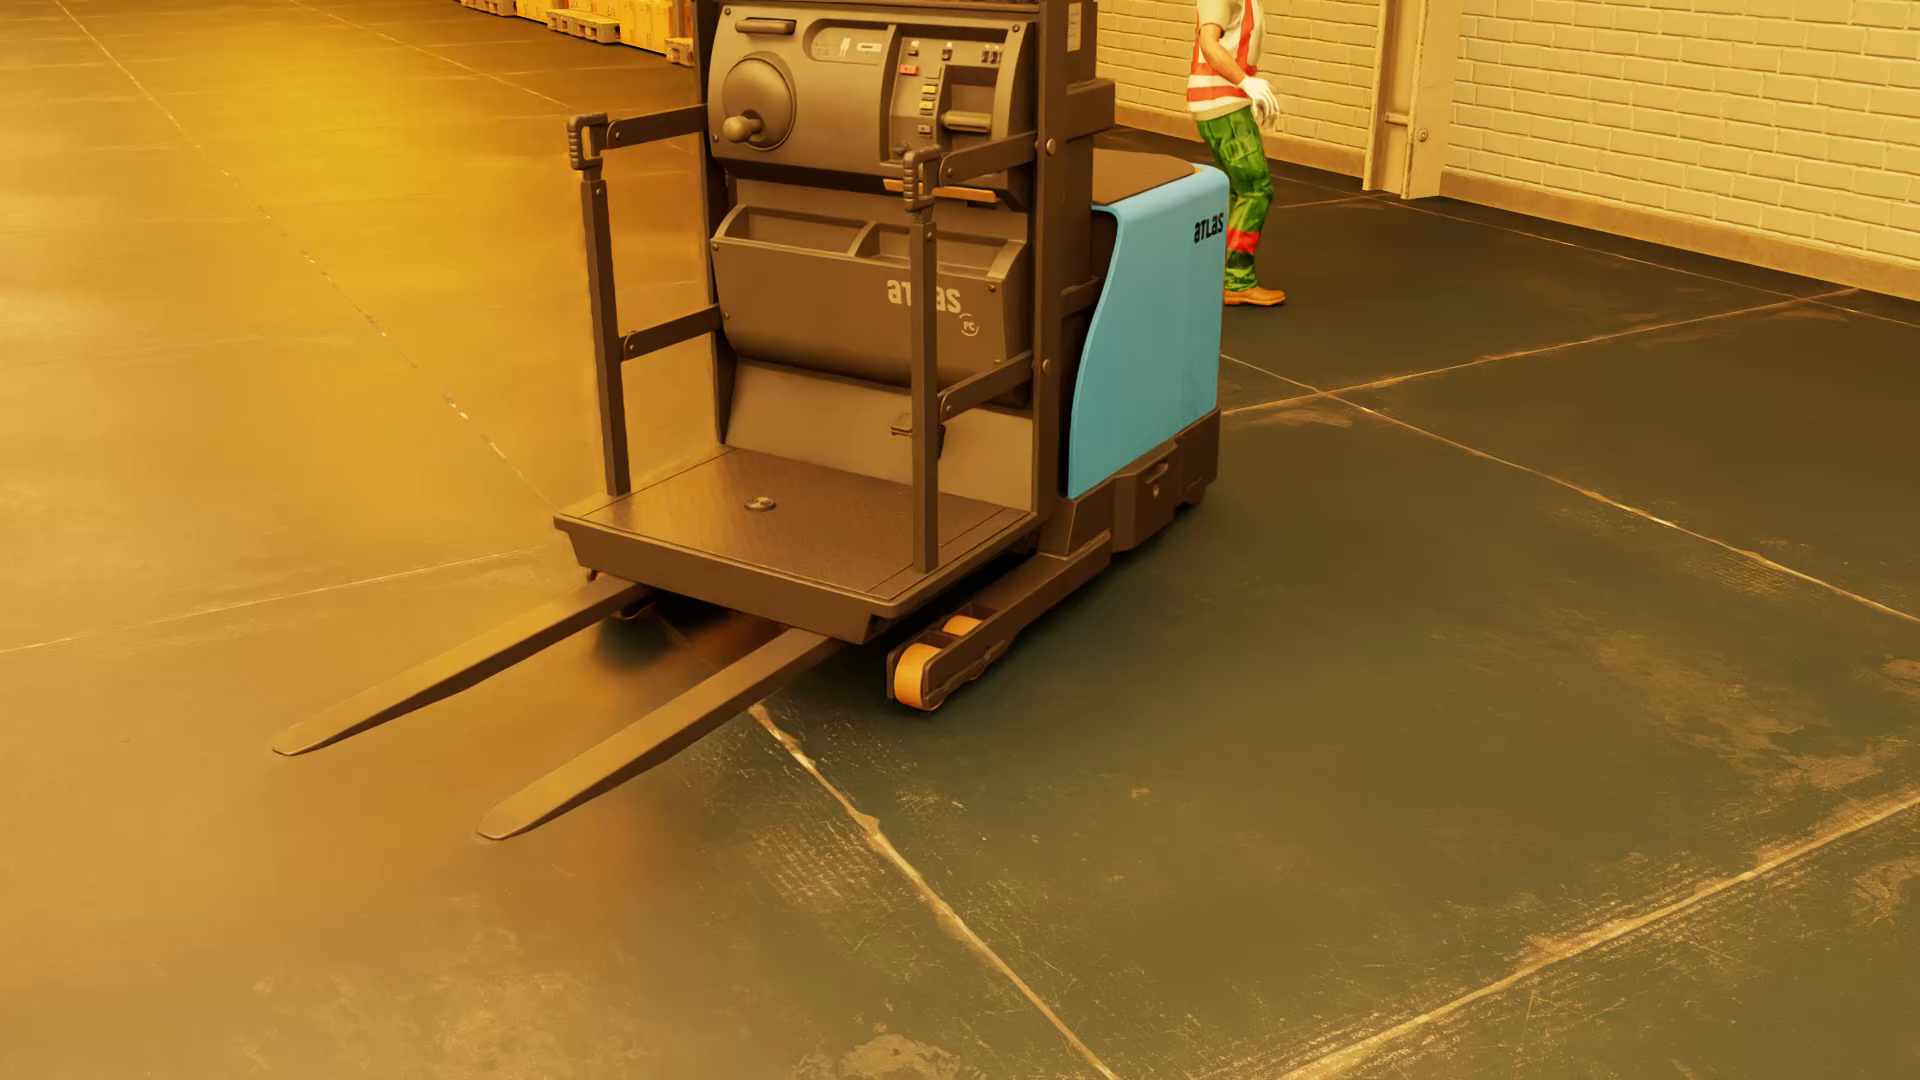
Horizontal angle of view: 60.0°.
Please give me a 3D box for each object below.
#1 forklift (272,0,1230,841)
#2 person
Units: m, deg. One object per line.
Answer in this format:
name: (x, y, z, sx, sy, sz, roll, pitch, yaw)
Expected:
forklift: (-0.363, -1.135, 4.040, 1.130, 2.935, 3.031, 13, 26, 29)
person: (1.303, -1.977, 7.672, 0.512, 1.741, 0.740, 4, 23, 9)
